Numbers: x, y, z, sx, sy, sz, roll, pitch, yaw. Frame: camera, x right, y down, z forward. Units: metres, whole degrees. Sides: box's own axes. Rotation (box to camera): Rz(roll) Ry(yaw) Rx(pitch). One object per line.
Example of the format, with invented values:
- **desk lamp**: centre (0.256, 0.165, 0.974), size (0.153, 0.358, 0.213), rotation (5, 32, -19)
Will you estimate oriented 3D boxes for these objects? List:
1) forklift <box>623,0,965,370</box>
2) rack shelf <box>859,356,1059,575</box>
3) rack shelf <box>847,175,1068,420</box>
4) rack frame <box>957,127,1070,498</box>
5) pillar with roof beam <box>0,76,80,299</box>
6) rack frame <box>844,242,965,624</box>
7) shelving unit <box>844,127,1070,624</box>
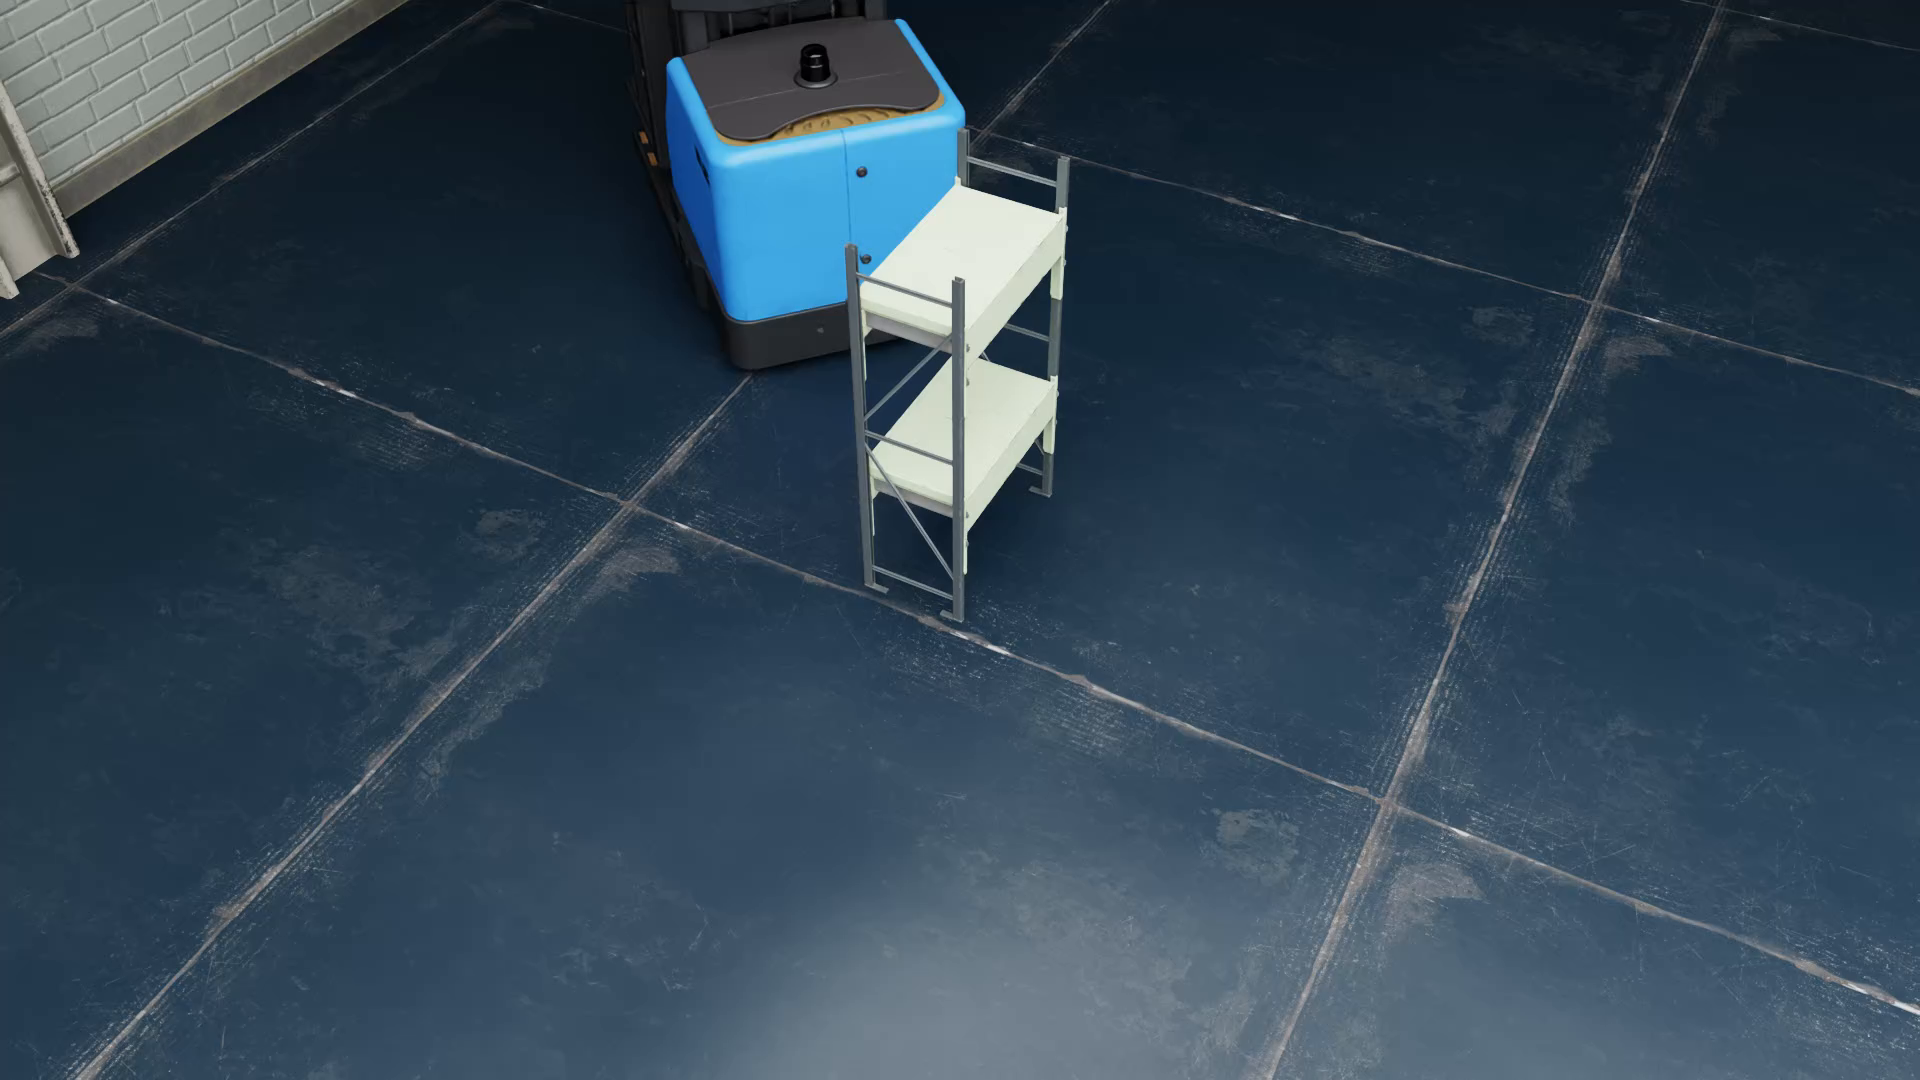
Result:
- **forklift**: centre (-0.935, -2.798, 6.955), size (1.130, 2.935, 3.031), rotation (-14, 47, -14)
- **rack shelf**: centre (0.003, -0.302, 5.953), size (0.431, 0.370, 0.720), rotation (20, 49, 19)
- **rack shelf**: centre (0.003, -0.806, 5.443), size (0.431, 0.370, 0.720), rotation (20, 49, 19)
- **rack frame**: centre (0.173, -0.762, 5.949), size (0.400, 1.500, 0.023), rotation (20, 49, 19)
- **pillar with roof beam**: centre (-0.399, -2.973, 2.861), size (9.100, 9.000, 0.400), rotation (20, 49, 19)
- **rack frame**: centre (-0.167, -0.301, 5.493), size (0.400, 1.500, 0.023), rotation (20, 49, 19)
- **shelving unit**: centre (0.003, -0.531, 5.721), size (0.431, 1.500, 0.755), rotation (20, 49, 19)
